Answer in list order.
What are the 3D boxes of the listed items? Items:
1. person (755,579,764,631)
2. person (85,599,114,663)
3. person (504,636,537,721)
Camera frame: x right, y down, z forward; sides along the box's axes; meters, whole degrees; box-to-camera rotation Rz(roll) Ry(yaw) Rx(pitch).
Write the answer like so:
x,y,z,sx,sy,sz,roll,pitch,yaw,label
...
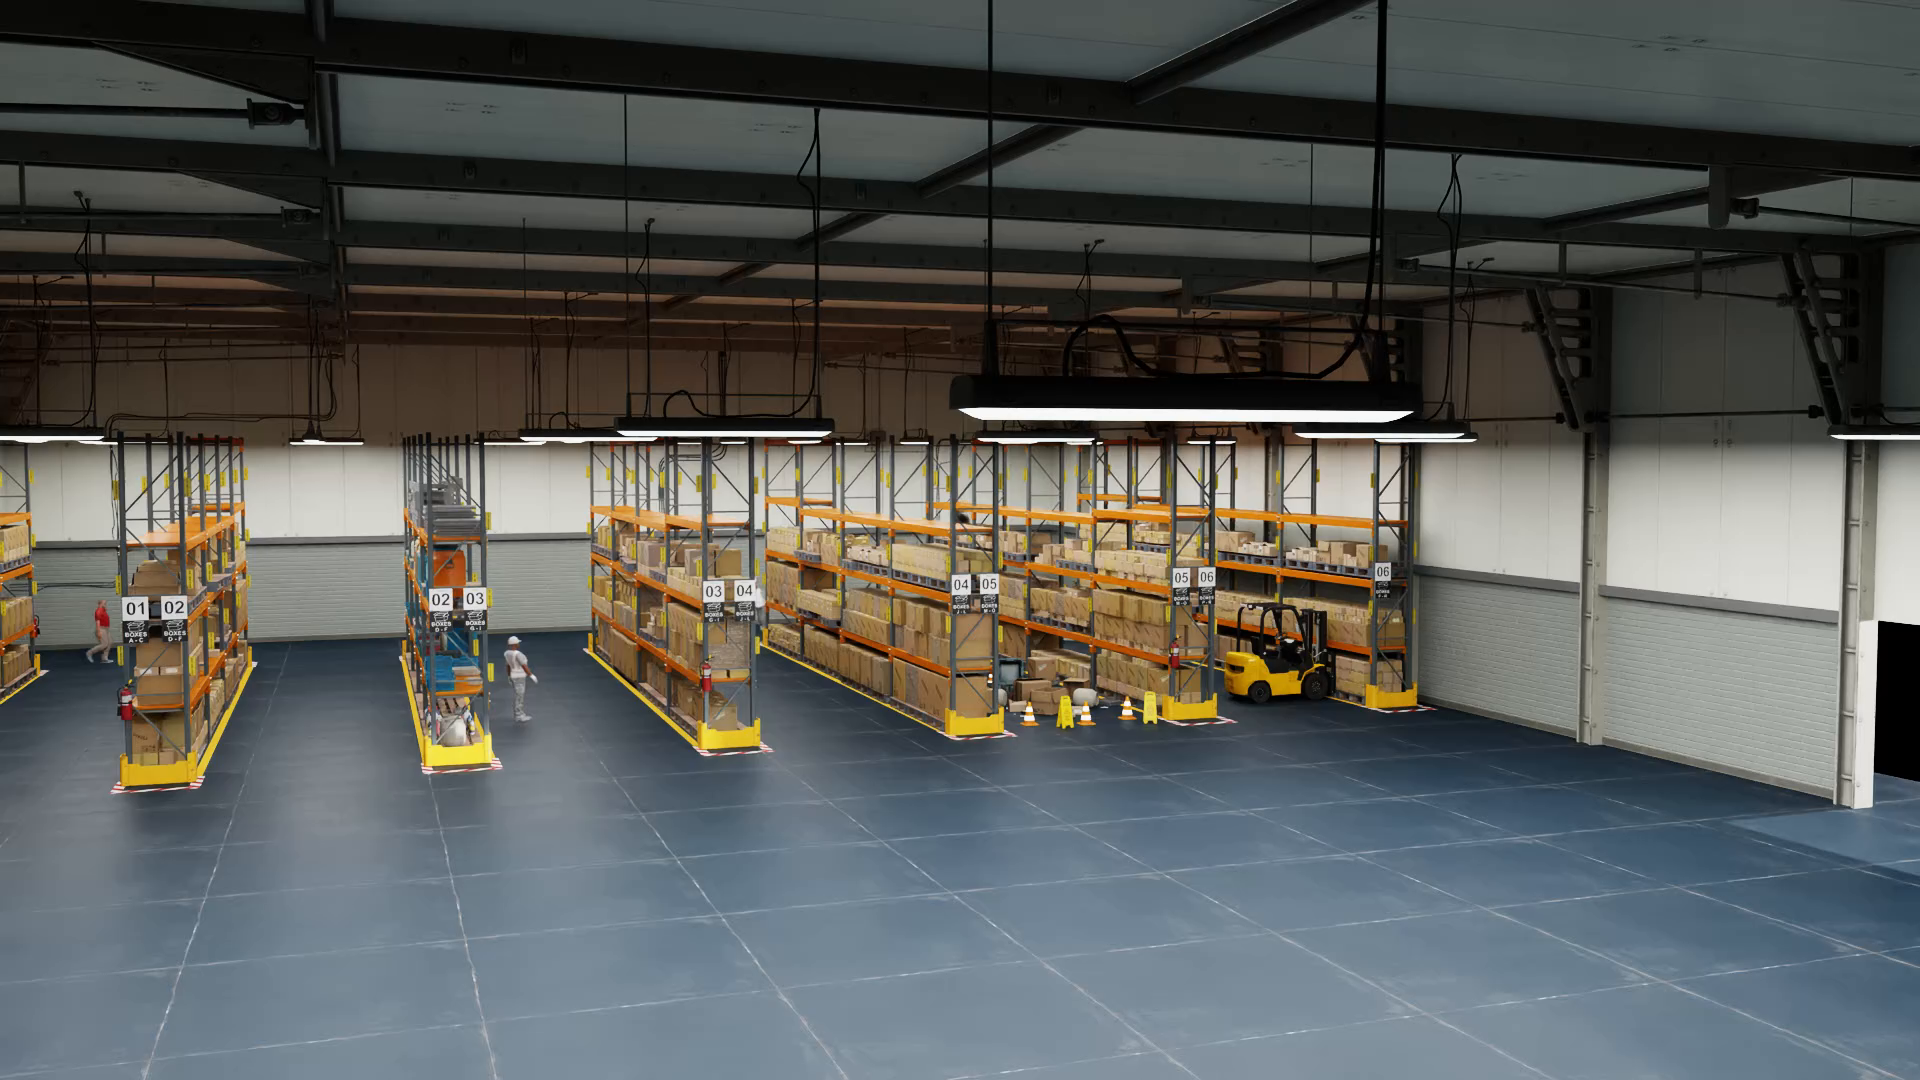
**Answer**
x,y,z,sx,sy,sz,roll,pitch,yaw,label
-6.298,2.035,51.085,0.616,1.728,1.000,0,3,6,person
-22.742,2.417,43.944,0.637,1.700,0.555,-1,3,-14,person
-9.198,2.900,34.832,0.651,1.785,0.599,-1,3,-18,person
